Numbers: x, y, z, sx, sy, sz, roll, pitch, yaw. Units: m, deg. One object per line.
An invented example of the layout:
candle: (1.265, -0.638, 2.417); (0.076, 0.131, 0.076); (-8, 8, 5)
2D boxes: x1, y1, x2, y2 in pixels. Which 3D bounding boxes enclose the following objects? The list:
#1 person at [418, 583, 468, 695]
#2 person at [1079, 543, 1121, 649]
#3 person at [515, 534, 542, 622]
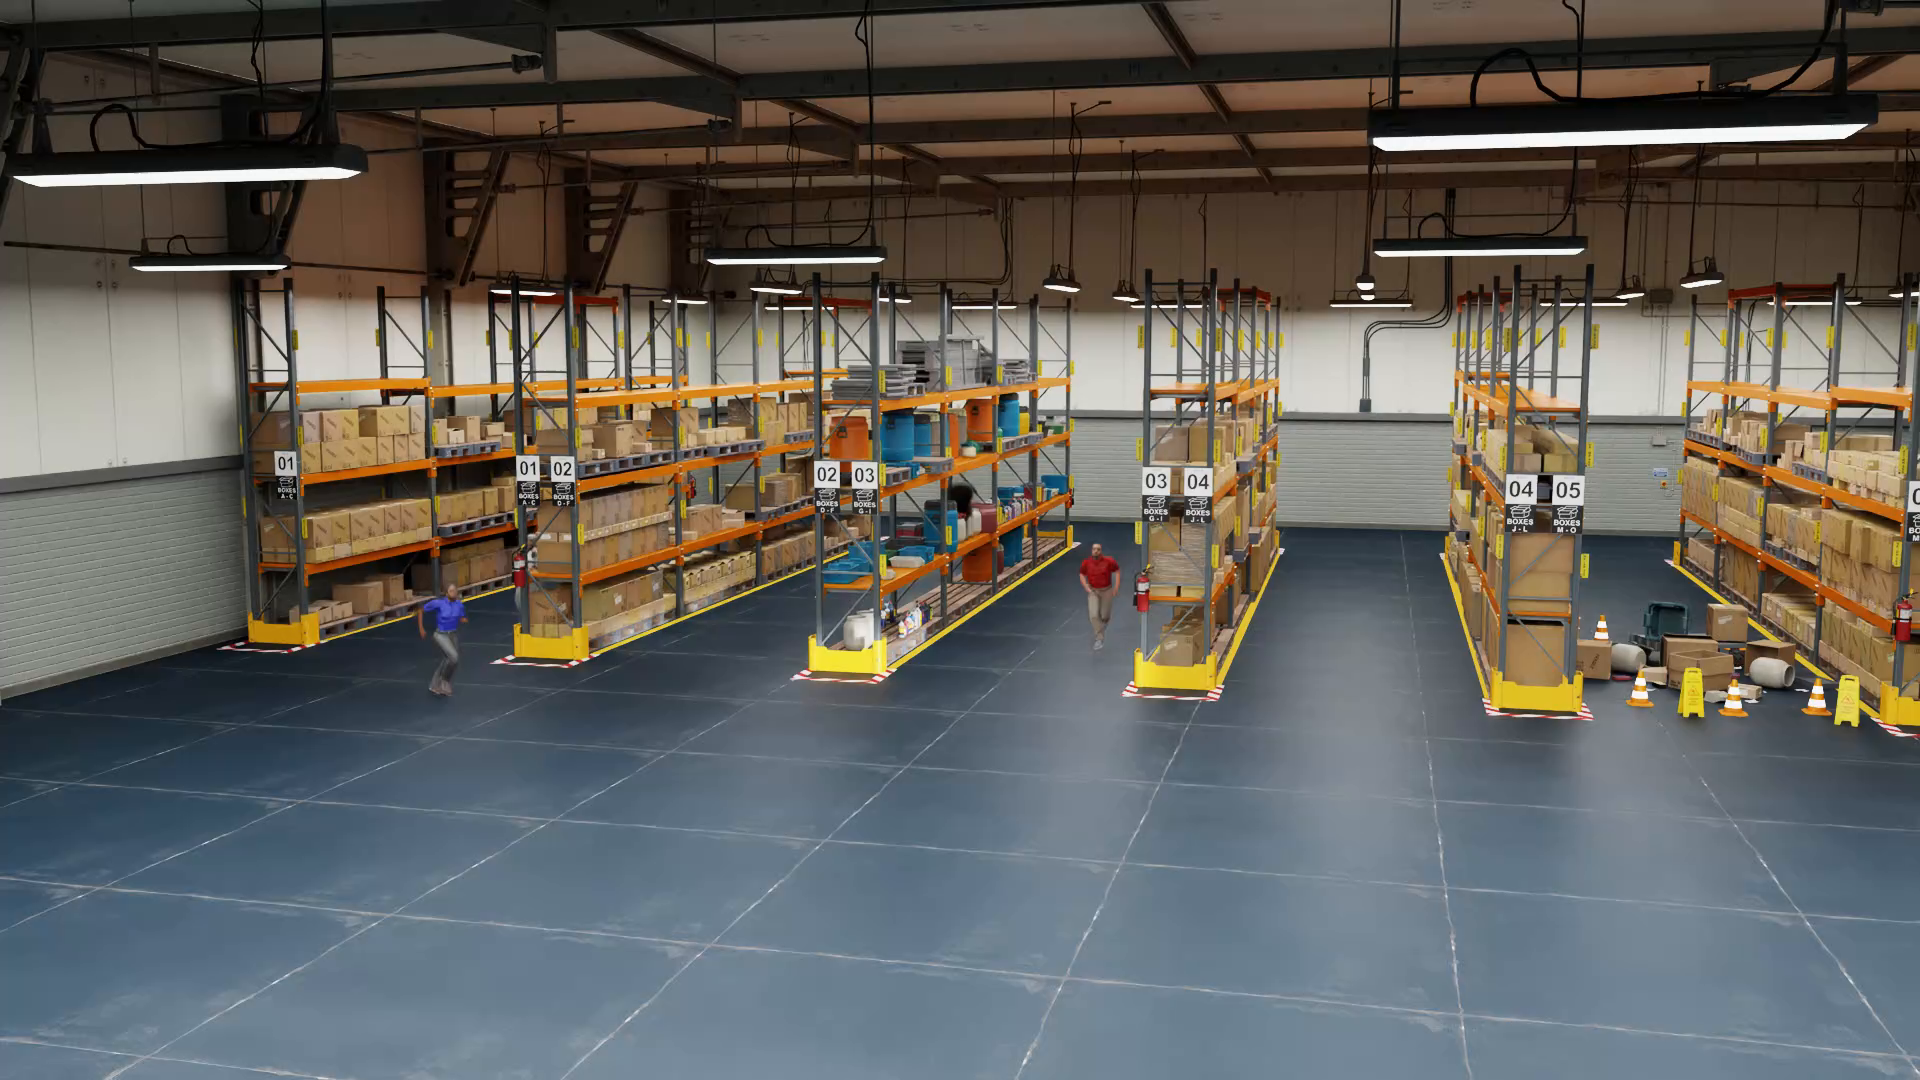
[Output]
person: (-7.199, 1.400, 23.313); (0.768, 1.592, 0.609); (5, 8, 35)
person: (2.275, 0.880, 27.089); (0.685, 1.708, 0.749); (1, 7, 11)
person: (-7.513, 0.737, 28.986); (0.607, 1.704, 0.735); (0, 7, 0)
